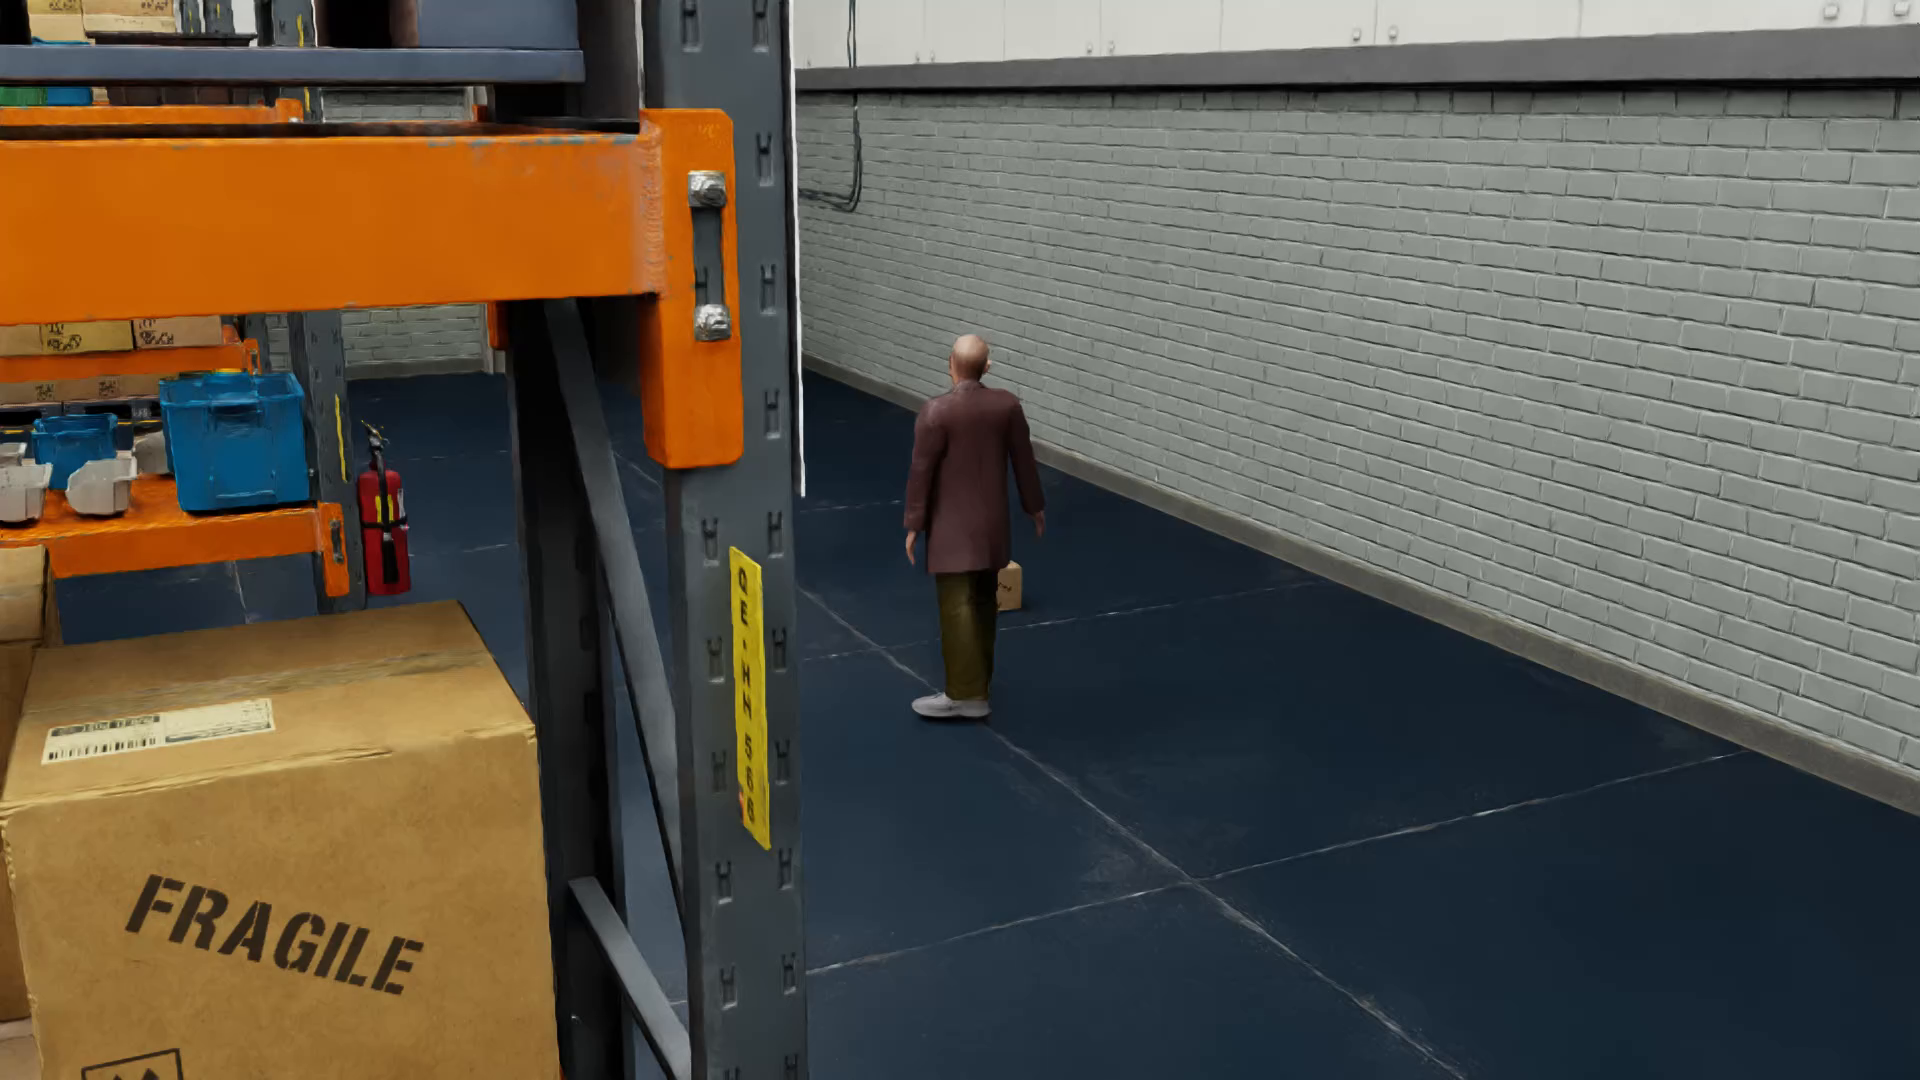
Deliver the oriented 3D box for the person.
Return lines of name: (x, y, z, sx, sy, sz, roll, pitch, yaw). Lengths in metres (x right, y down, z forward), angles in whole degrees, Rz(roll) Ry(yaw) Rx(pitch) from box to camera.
person: (0.056, -0.098, 7.875, 0.779, 1.775, 0.682, -9, 17, -30)
